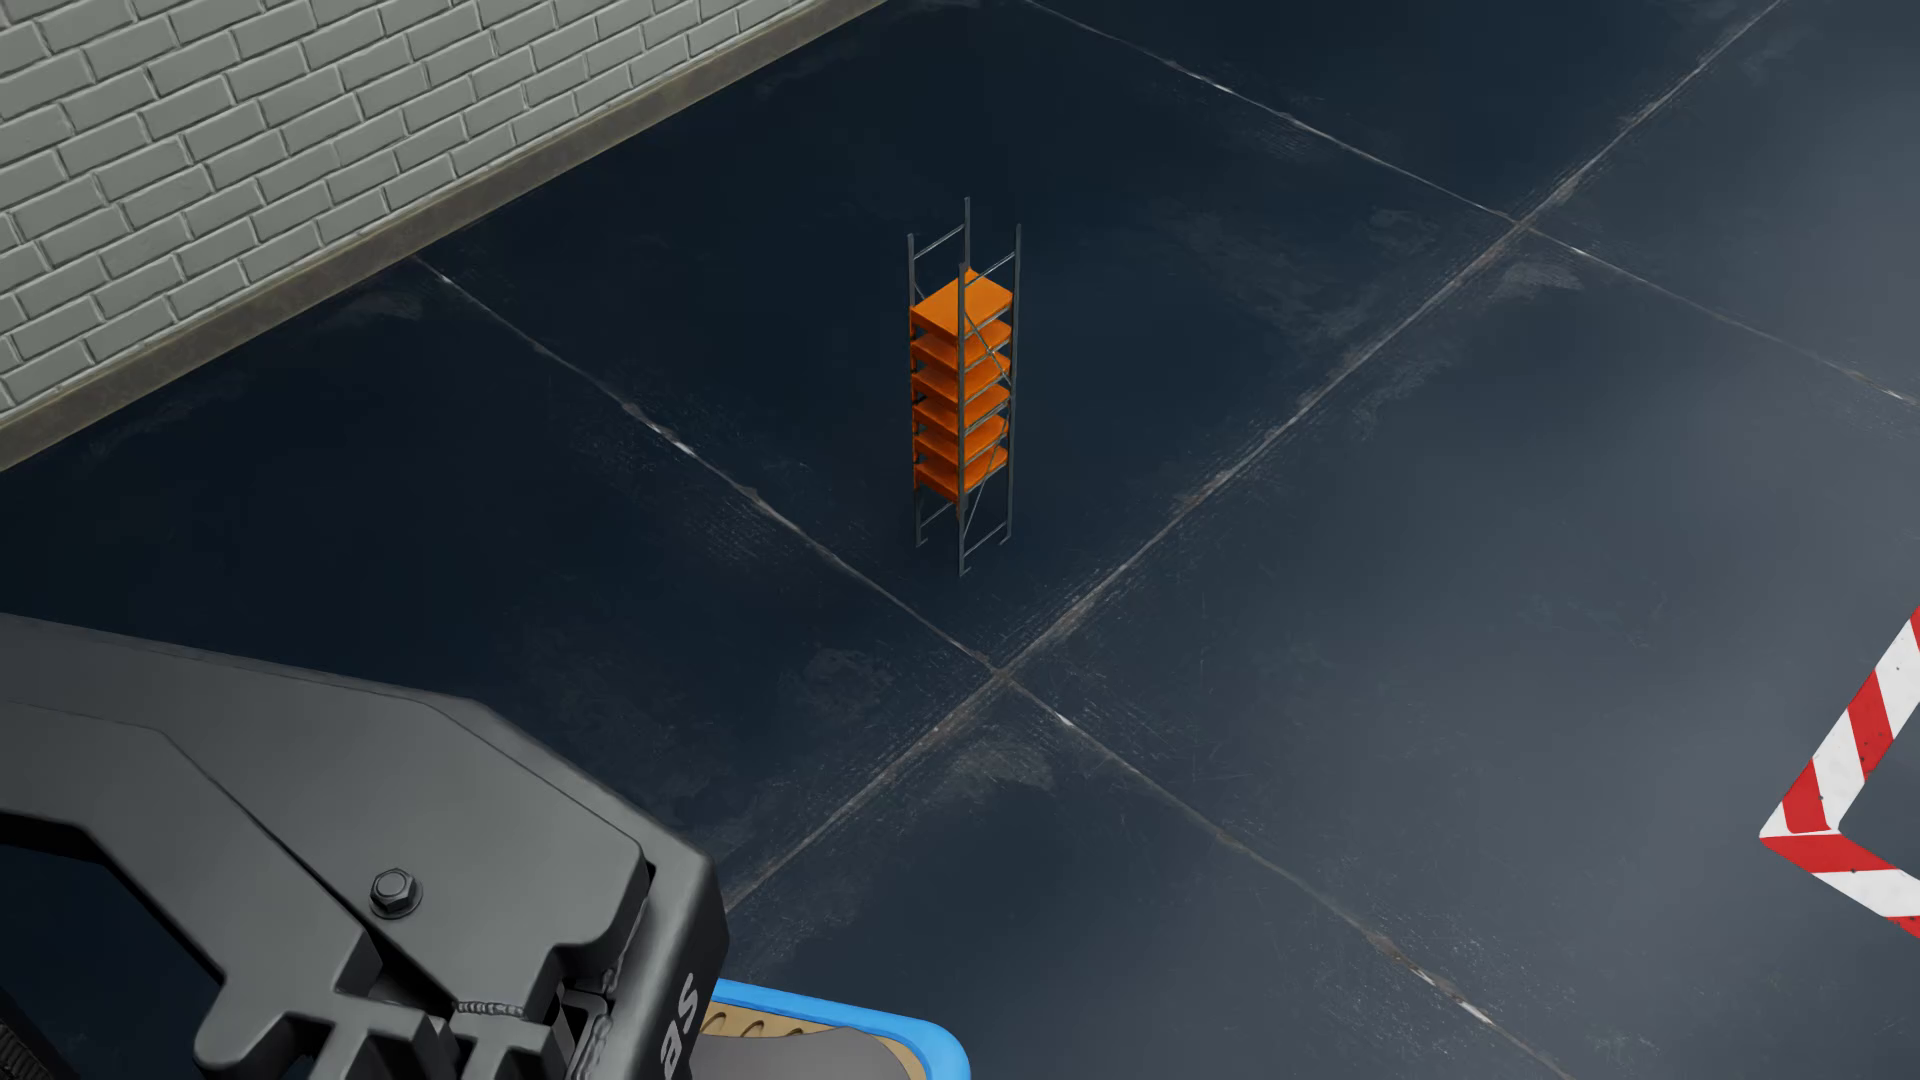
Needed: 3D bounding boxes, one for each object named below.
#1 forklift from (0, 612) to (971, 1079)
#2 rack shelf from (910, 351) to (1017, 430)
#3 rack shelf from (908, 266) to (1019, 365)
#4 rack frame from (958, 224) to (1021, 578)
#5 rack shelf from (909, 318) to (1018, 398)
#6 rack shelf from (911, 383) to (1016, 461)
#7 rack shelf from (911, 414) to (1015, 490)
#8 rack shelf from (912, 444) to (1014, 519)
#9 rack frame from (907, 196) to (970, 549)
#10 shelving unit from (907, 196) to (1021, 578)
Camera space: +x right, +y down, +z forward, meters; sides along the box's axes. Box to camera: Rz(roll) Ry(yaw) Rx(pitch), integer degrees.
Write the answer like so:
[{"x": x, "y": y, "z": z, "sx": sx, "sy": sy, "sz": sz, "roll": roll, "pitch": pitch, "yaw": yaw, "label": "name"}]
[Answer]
[{"x": -0.786, "y": 1.581, "z": 1.755, "sx": 1.130, "sy": 2.935, "sz": 3.031, "roll": 9, "pitch": 47, "yaw": 9, "label": "forklift"}, {"x": 0.011, "y": -0.455, "z": 4.751, "sx": 0.180, "sy": 0.103, "sz": 0.258, "roll": 34, "pitch": 55, "yaw": 28, "label": "rack shelf"}, {"x": 0.011, "y": -0.620, "z": 4.576, "sx": 0.180, "sy": 0.103, "sz": 0.258, "roll": 34, "pitch": 55, "yaw": 28, "label": "rack shelf"}, {"x": 0.078, "y": -0.358, "z": 4.763, "sx": 0.006, "sy": 1.200, "sz": 0.240, "roll": 34, "pitch": 55, "yaw": 28, "label": "rack frame"}, {"x": 0.011, "y": -0.537, "z": 4.663, "sx": 0.180, "sy": 0.103, "sz": 0.258, "roll": 34, "pitch": 55, "yaw": 28, "label": "rack shelf"}, {"x": 0.011, "y": -0.373, "z": 4.838, "sx": 0.180, "sy": 0.103, "sz": 0.258, "roll": 34, "pitch": 55, "yaw": 28, "label": "rack shelf"}, {"x": 0.011, "y": -0.291, "z": 4.926, "sx": 0.180, "sy": 0.103, "sz": 0.258, "roll": 34, "pitch": 55, "yaw": 28, "label": "rack shelf"}, {"x": 0.011, "y": -0.209, "z": 5.013, "sx": 0.180, "sy": 0.103, "sz": 0.258, "roll": 34, "pitch": 55, "yaw": 28, "label": "rack shelf"}, {"x": -0.057, "y": -0.449, "z": 4.848, "sx": 0.006, "sy": 1.200, "sz": 0.240, "roll": 34, "pitch": 55, "yaw": 28, "label": "rack frame"}, {"x": 0.011, "y": -0.404, "z": 4.806, "sx": 0.189, "sy": 1.200, "sz": 0.258, "roll": 34, "pitch": 55, "yaw": 28, "label": "shelving unit"}]
